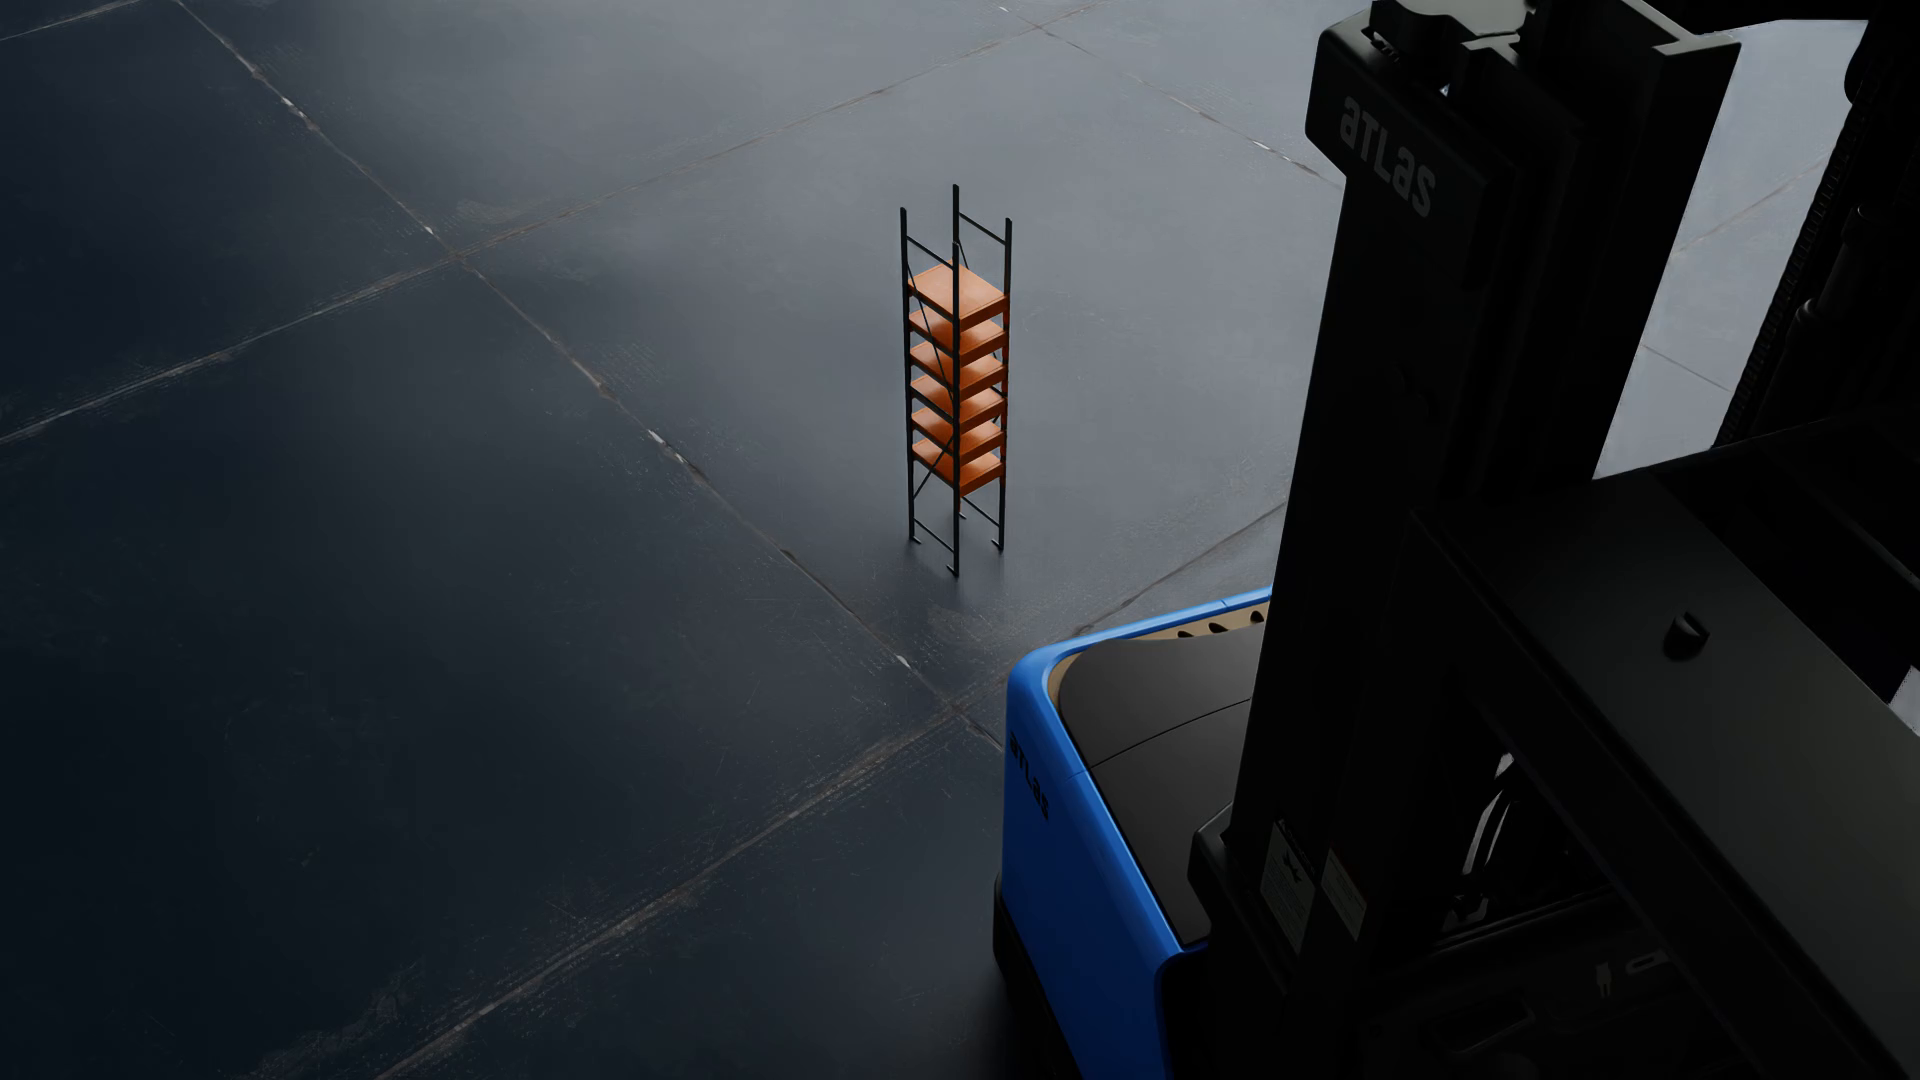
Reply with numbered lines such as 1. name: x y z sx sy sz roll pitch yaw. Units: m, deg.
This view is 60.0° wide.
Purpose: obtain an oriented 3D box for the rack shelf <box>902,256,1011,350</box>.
1. rack shelf: -0.011 -0.661 4.616 0.180 0.103 0.258 -30 51 -28

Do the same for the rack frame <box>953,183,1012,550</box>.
1. rack frame: 0.059 -0.471 4.875 0.006 1.200 0.240 -30 51 -28

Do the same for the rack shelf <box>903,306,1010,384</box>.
1. rack shelf: -0.011 -0.574 4.699 0.180 0.103 0.258 -30 51 -28

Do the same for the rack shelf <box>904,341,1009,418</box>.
1. rack shelf: -0.011 -0.486 4.781 0.180 0.103 0.258 -30 51 -28

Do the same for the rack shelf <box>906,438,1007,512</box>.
1. rack shelf: -0.011 -0.224 5.027 0.180 0.103 0.258 -30 51 -28

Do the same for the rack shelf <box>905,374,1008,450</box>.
1. rack shelf: -0.011 -0.399 4.863 0.180 0.103 0.258 -30 51 -28

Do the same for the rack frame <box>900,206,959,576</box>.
1. rack frame: -0.081 -0.391 4.790 0.006 1.200 0.240 -30 51 -28

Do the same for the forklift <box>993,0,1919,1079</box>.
1. forklift: 1.059 0.790 2.268 1.130 2.935 3.031 -14 45 -14

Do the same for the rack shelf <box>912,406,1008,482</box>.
1. rack shelf: -0.011 -0.311 4.945 0.180 0.103 0.258 -30 51 -28

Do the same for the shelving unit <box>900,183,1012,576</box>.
1. shelving unit: -0.011 -0.431 4.832 0.189 1.200 0.258 -30 51 -28
